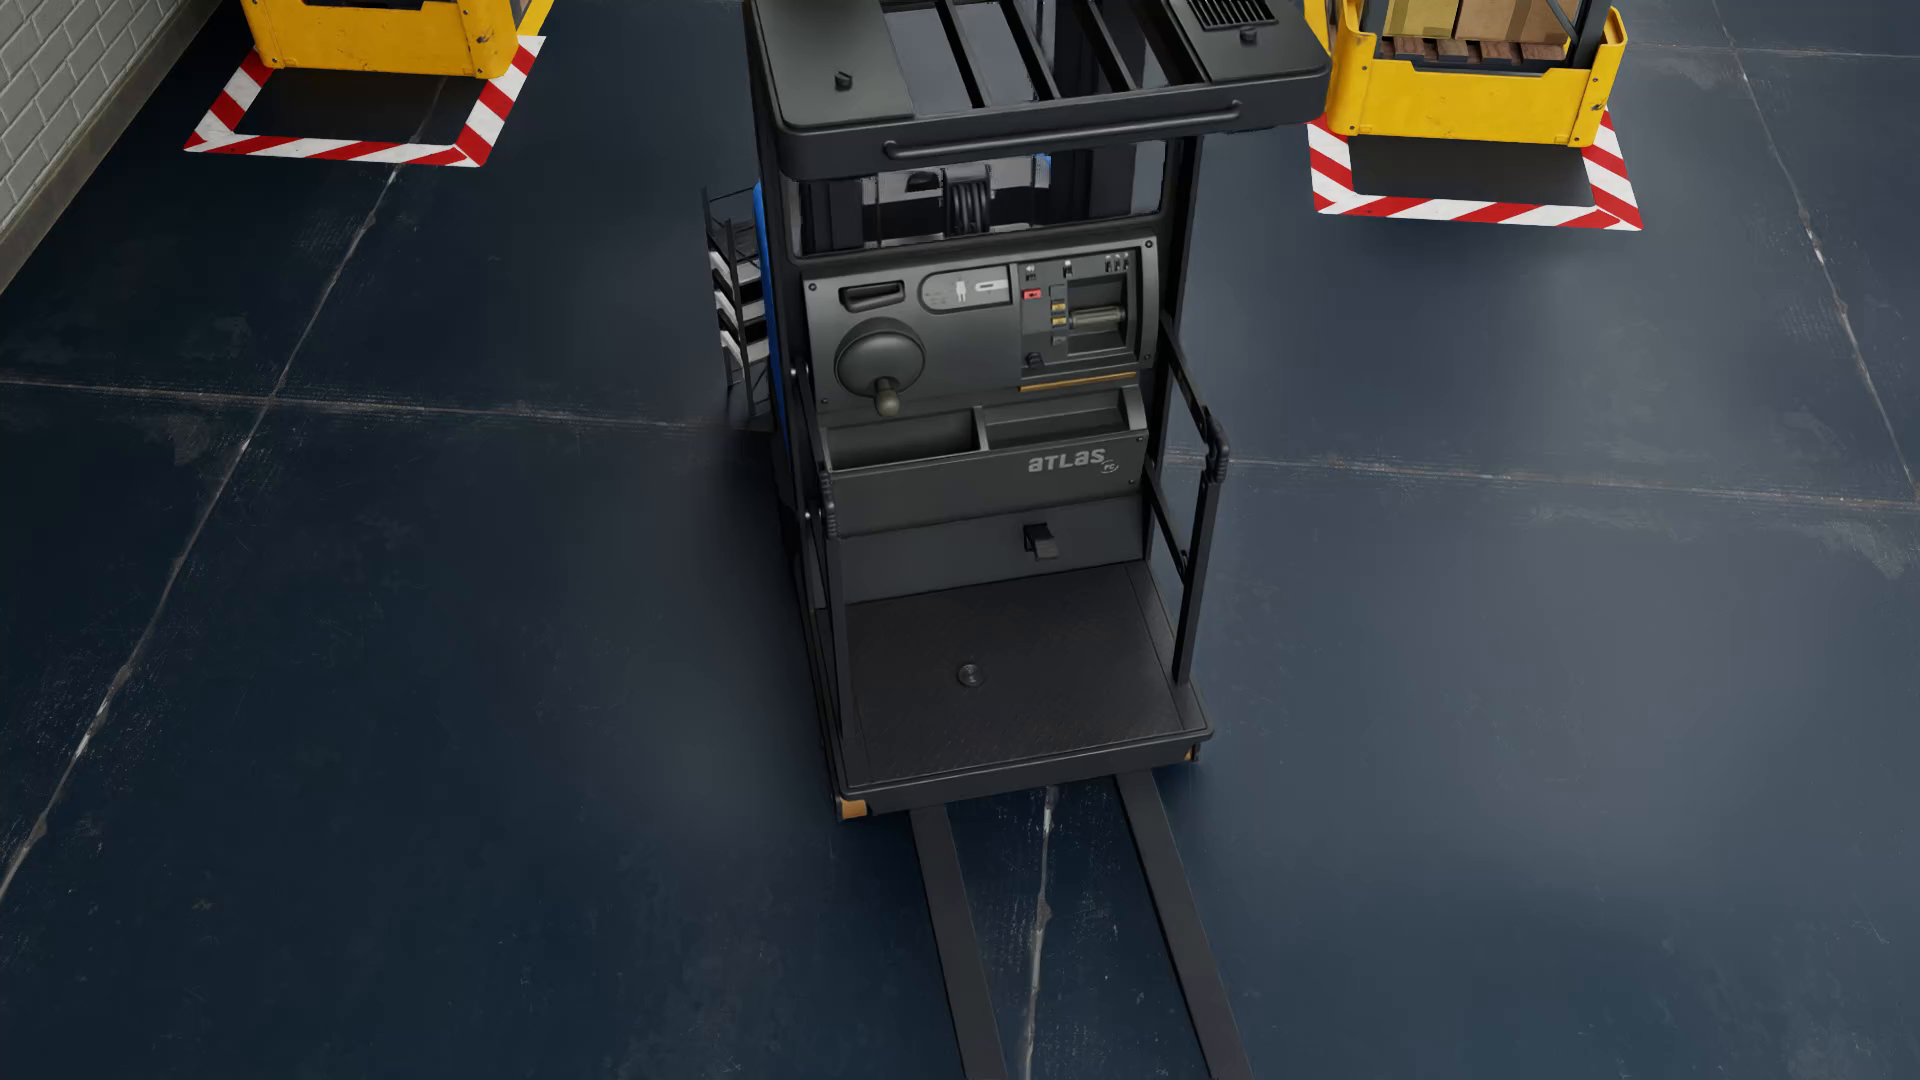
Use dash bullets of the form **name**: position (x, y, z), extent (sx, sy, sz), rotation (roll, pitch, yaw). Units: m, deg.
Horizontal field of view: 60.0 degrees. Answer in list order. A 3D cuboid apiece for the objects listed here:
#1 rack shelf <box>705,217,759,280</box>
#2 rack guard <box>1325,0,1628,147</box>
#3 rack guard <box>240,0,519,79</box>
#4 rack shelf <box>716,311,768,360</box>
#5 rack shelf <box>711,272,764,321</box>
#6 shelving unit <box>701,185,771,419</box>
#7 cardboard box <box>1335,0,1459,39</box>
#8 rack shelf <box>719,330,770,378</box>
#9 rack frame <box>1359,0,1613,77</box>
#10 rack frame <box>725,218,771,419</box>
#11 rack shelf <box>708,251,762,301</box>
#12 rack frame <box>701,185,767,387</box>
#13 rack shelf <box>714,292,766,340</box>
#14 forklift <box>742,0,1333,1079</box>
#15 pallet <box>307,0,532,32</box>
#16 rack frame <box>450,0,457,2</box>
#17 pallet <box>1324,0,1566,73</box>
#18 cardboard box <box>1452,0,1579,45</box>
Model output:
- **rack shelf**: position (-0.722, -1.022, 5.754), extent (0.258, 0.077, 0.200), rotation (-22, 51, -19)
- **rack guard**: position (2.239, -2.062, 7.297), extent (1.175, 0.500, 0.348), rotation (4, 48, 4)
- **rack guard**: position (-2.686, -2.466, 7.667), extent (1.175, 0.500, 0.348), rotation (4, 48, 4)
- **rack shelf**: position (-0.722, -0.779, 6.020), extent (0.258, 0.077, 0.200), rotation (-22, 51, -19)
- **rack shelf**: position (-0.722, -0.901, 5.887), extent (0.258, 0.077, 0.200), rotation (-22, 51, -19)
- **shelving unit**: position (-0.722, -0.862, 5.929), extent (0.258, 0.900, 0.210), rotation (-22, 51, -19)
- **cardboard box**: position (1.995, -2.551, 7.629), extent (0.500, 0.250, 0.500), rotation (4, 48, 4)
- **rack shelf**: position (-0.722, -0.718, 6.086), extent (0.258, 0.077, 0.200), rotation (-22, 51, -19)
- **rack frame**: position (2.241, -2.924, 6.391), extent (1.000, 3.000, 0.127), rotation (4, 48, 4)
- **rack frame**: position (-0.673, -0.797, 5.869), extent (0.240, 0.900, 0.006), rotation (-22, 51, -19)
- **rack shelf**: position (-0.722, -0.961, 5.821), extent (0.258, 0.077, 0.200), rotation (-22, 51, -19)
- **rack frame**: position (-0.771, -0.928, 5.989), extent (0.240, 0.900, 0.006), rotation (-22, 51, -19)
- **rack shelf**: position (-0.722, -0.840, 5.953), extent (0.258, 0.077, 0.200), rotation (-22, 51, -19)
- **forklift**: position (0.109, -0.462, 4.187), extent (1.130, 2.935, 3.031), rotation (-9, 48, -8)
- **pallet**: position (-2.576, -2.963, 8.317), extent (1.003, 0.211, 1.213), rotation (4, 48, 4)
- **rack frame**: position (-2.693, -3.254, 6.693), extent (1.000, 3.000, 0.127), rotation (4, 48, 4)
- **pallet**: position (2.269, -2.547, 7.937), extent (1.003, 0.211, 1.213), rotation (4, 48, 4)
- **cardboard box**: position (2.511, -2.516, 7.598), extent (0.500, 0.250, 0.500), rotation (4, 48, 4)
